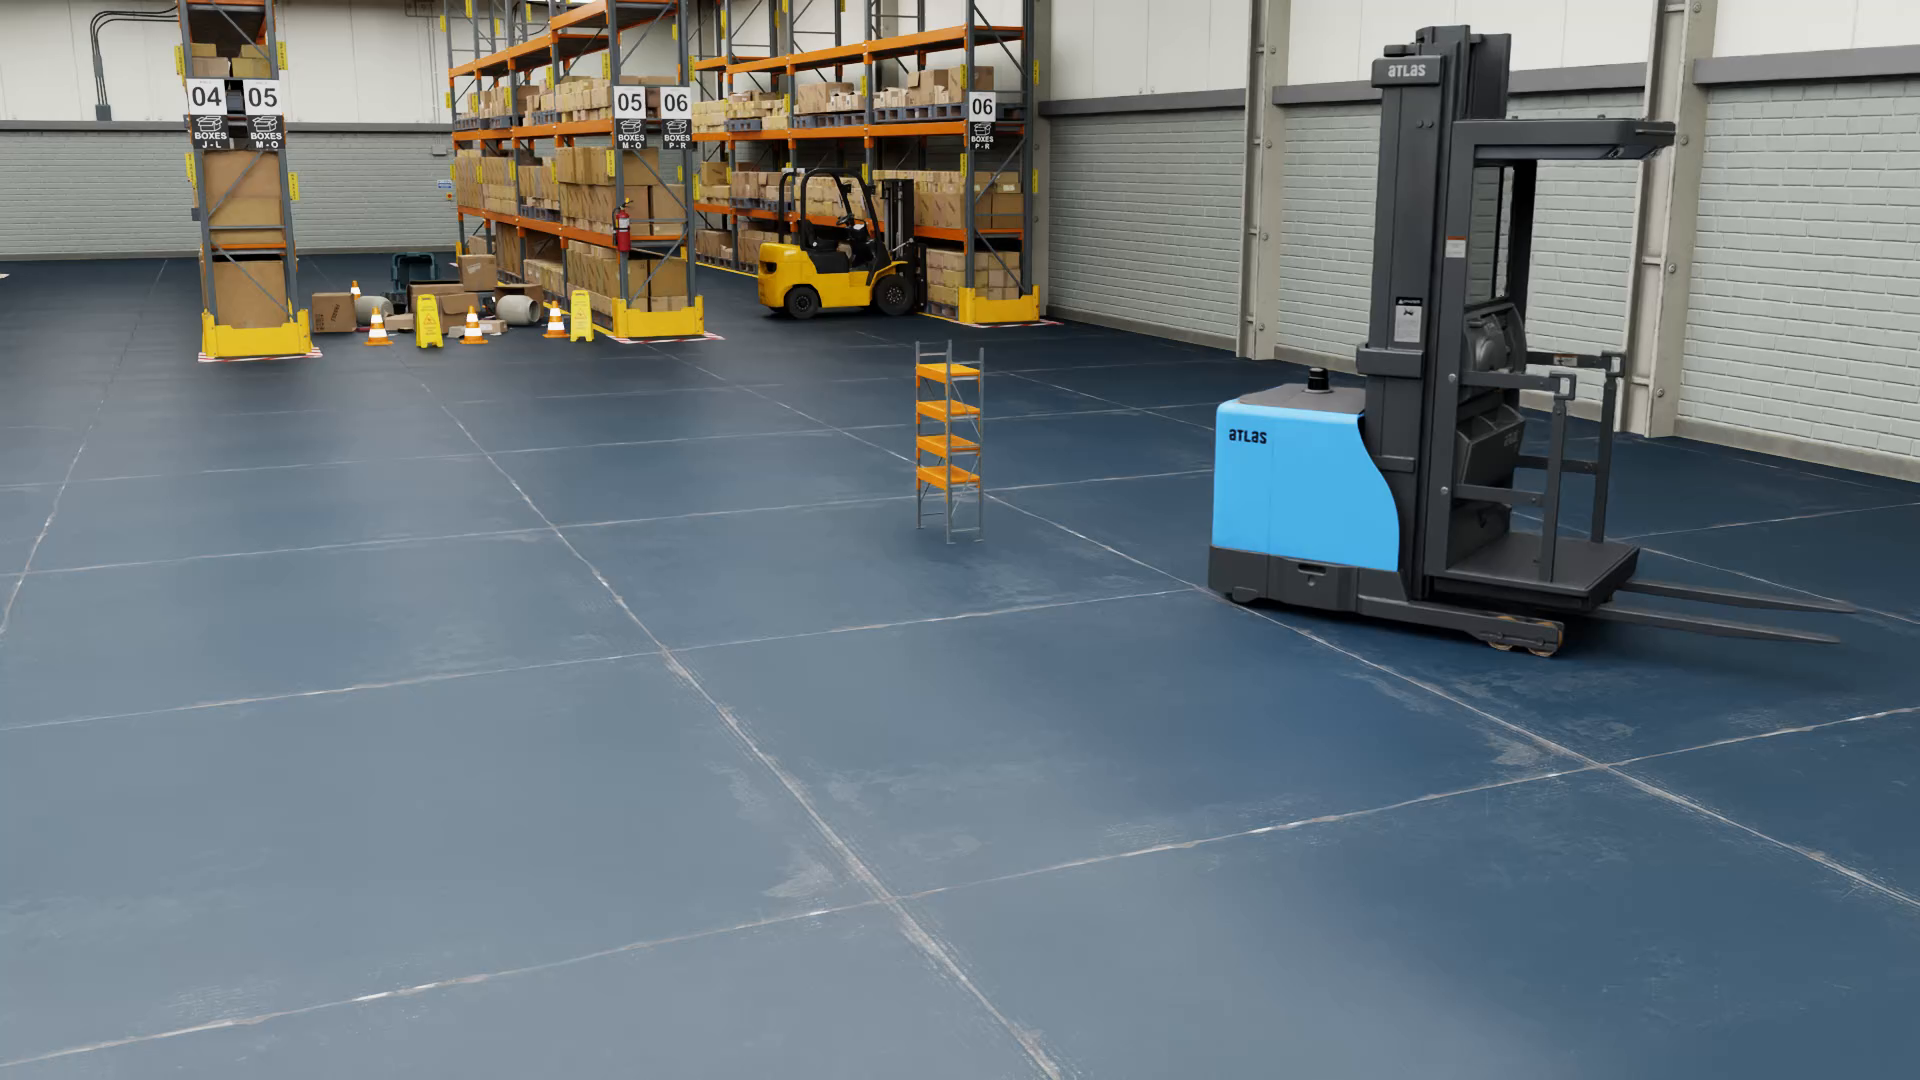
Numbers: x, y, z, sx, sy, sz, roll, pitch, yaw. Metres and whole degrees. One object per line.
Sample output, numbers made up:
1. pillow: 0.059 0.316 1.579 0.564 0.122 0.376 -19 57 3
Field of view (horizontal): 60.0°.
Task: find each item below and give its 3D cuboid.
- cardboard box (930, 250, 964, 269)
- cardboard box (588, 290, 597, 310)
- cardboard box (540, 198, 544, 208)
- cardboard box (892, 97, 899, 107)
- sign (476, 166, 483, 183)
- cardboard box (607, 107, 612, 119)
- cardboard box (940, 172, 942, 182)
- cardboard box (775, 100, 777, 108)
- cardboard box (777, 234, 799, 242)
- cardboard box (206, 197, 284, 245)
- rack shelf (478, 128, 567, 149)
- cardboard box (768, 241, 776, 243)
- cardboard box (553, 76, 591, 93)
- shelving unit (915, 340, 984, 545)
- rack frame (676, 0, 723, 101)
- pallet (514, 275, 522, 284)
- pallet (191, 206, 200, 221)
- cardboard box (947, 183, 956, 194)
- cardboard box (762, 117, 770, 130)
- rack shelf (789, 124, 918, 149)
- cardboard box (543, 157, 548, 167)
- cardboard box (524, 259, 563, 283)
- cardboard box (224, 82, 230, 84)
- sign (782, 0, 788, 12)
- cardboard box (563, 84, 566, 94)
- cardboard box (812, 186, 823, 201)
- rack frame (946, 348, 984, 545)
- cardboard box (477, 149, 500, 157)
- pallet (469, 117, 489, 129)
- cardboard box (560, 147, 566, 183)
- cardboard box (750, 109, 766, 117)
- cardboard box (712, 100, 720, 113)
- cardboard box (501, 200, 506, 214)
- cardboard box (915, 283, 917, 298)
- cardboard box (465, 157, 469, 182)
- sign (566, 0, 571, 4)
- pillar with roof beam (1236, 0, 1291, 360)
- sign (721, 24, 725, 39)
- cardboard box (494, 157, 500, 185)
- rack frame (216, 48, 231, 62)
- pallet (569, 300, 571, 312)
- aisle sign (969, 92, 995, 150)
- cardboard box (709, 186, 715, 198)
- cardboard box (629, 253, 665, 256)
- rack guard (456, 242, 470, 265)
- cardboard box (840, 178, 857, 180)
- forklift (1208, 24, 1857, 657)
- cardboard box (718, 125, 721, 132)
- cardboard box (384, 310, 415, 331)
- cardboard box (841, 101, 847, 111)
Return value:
1. cardboard box: -0.123 -4.162 24.650 0.500 0.250 0.500 -5 14 -22
2. cardboard box: -4.975 -3.412 23.626 0.500 0.250 0.500 -6 14 -25
3. cardboard box: -6.631 -5.502 27.115 0.380 0.149 0.250 -5 14 -21
4. cardboard box: -0.836 -6.778 25.754 0.380 0.149 0.250 -5 14 -21
5. sign: -9.304 -7.078 32.204 0.100 0.325 0.005 -6 14 -23
6. cardboard box: -4.389 -5.576 21.716 0.380 0.149 0.250 -6 14 -23
7. cardboard box: -0.068 -5.361 24.559 0.380 0.149 0.250 -6 14 -23
8. cardboard box: -3.281 -8.233 31.427 0.380 0.149 0.250 -6 14 -24
9. cardboard box: -3.280 -5.785 31.886 0.380 0.149 0.250 -6 14 -25
10. cardboard box: -8.675 -3.867 20.091 0.875 0.550 0.550 -6 14 -23
11. rack shelf: -7.995 -7.366 30.486 1.077 0.370 4.000 -6 14 -23
12. cardboard box: -3.417 -5.558 32.343 0.500 0.500 0.500 -5 14 -21
13. cardboard box: -5.941 -6.960 25.430 0.500 0.250 0.500 -5 14 -22
14. shelving unit: -0.066 -0.619 10.382 0.258 1.200 0.503 -6 14 -23
15. rack frame: -5.852 -10.866 37.363 1.000 3.000 0.127 -6 14 -23
16. pallet: -7.441 -4.653 30.005 1.003 0.211 1.213 -6 14 -23
17. pallet: -12.072 -5.418 27.552 1.213 0.211 1.003 -6 14 -23
18. cardboard box: 0.032 -5.099 24.089 0.380 0.149 0.250 -5 14 -22
19. cardboard box: -3.478 -7.970 31.835 0.500 0.250 0.500 -6 14 -23
20. rack shelf: -1.847 -6.989 28.856 1.077 0.370 4.000 -6 14 -23
21. cardboard box: -6.403 -6.000 26.392 0.380 0.149 0.250 -6 14 -25
22. cardboard box: -6.977 -4.648 28.699 0.950 0.372 0.625 -7 15 -27
23. cardboard box: -9.337 -5.791 20.604 0.500 0.250 0.500 -6 14 -23
24. sign: -3.141 -9.656 29.887 0.100 0.325 0.005 -6 14 -23
25. cardboard box: -5.536 -6.542 24.119 0.380 0.149 0.250 -6 14 -25
26. cardboard box: -2.301 -6.134 29.446 0.500 0.250 0.500 -6 14 -24
27. rack frame: 0.031 -0.568 10.165 0.240 1.200 0.015 -6 14 -23
28. cardboard box: -9.212 -7.555 32.482 0.380 0.149 0.250 -6 14 -24
29. pallet: -9.115 -8.256 32.935 1.003 0.211 1.213 -6 14 -23
30. cardboard box: -5.430 -5.478 24.288 0.700 0.500 0.500 -6 14 -23
31. cardboard box: -3.856 -8.297 32.316 0.380 0.149 0.250 -5 14 -22
32. cardboard box: -4.884 -9.081 34.864 0.500 0.250 0.500 -6 14 -24
33. cardboard box: -8.041 -6.059 30.231 0.500 0.250 0.500 -6 14 -24
34. cardboard box: -0.532 -3.885 25.668 0.500 0.250 0.500 -5 14 -21
35. cardboard box: -9.840 -7.591 34.076 0.500 0.500 0.500 -6 14 -23
36. sign: -6.701 -9.309 28.388 0.100 0.325 0.005 -6 14 -23
37. pillar with roof beam: -0.437 -6.158 17.018 9.100 9.000 0.400 -6 14 -23
38. sign: -5.336 -11.445 37.438 0.100 0.325 0.005 -6 14 -23
39. cardboard box: -8.243 -6.774 30.549 0.500 0.500 0.500 -6 14 -24
40. rack frame: -11.689 -8.296 26.259 1.000 3.000 0.127 -6 14 -23
41. pallet: -5.291 -3.521 25.116 1.003 0.211 1.213 -6 14 -23
42. aisle sign: 0.314 -5.864 23.291 0.394 0.787 0.004 -6 14 -23
43. cardboard box: -5.079 -7.479 35.704 0.500 0.250 0.500 -6 14 -23
44. cardboard box: -4.476 -3.828 23.760 0.500 0.500 0.500 -5 14 -22
45. rack guard: -10.409 -6.282 36.403 1.175 0.500 0.348 -6 14 -23
46. cardboard box: -1.830 -6.089 28.365 0.380 0.149 0.250 -6 14 -24
47. forklift: 2.844 -1.006 8.215 3.031 2.935 1.130 9 16 33
48. cardboard box: -4.860 -8.611 34.828 0.380 0.149 0.250 -5 14 -21
49. cardboard box: -7.711 -3.027 22.858 0.396 0.266 0.258 -3 13 -13
50. cardboard box: -1.764 -7.256 27.822 0.380 0.149 0.250 -6 14 -23
